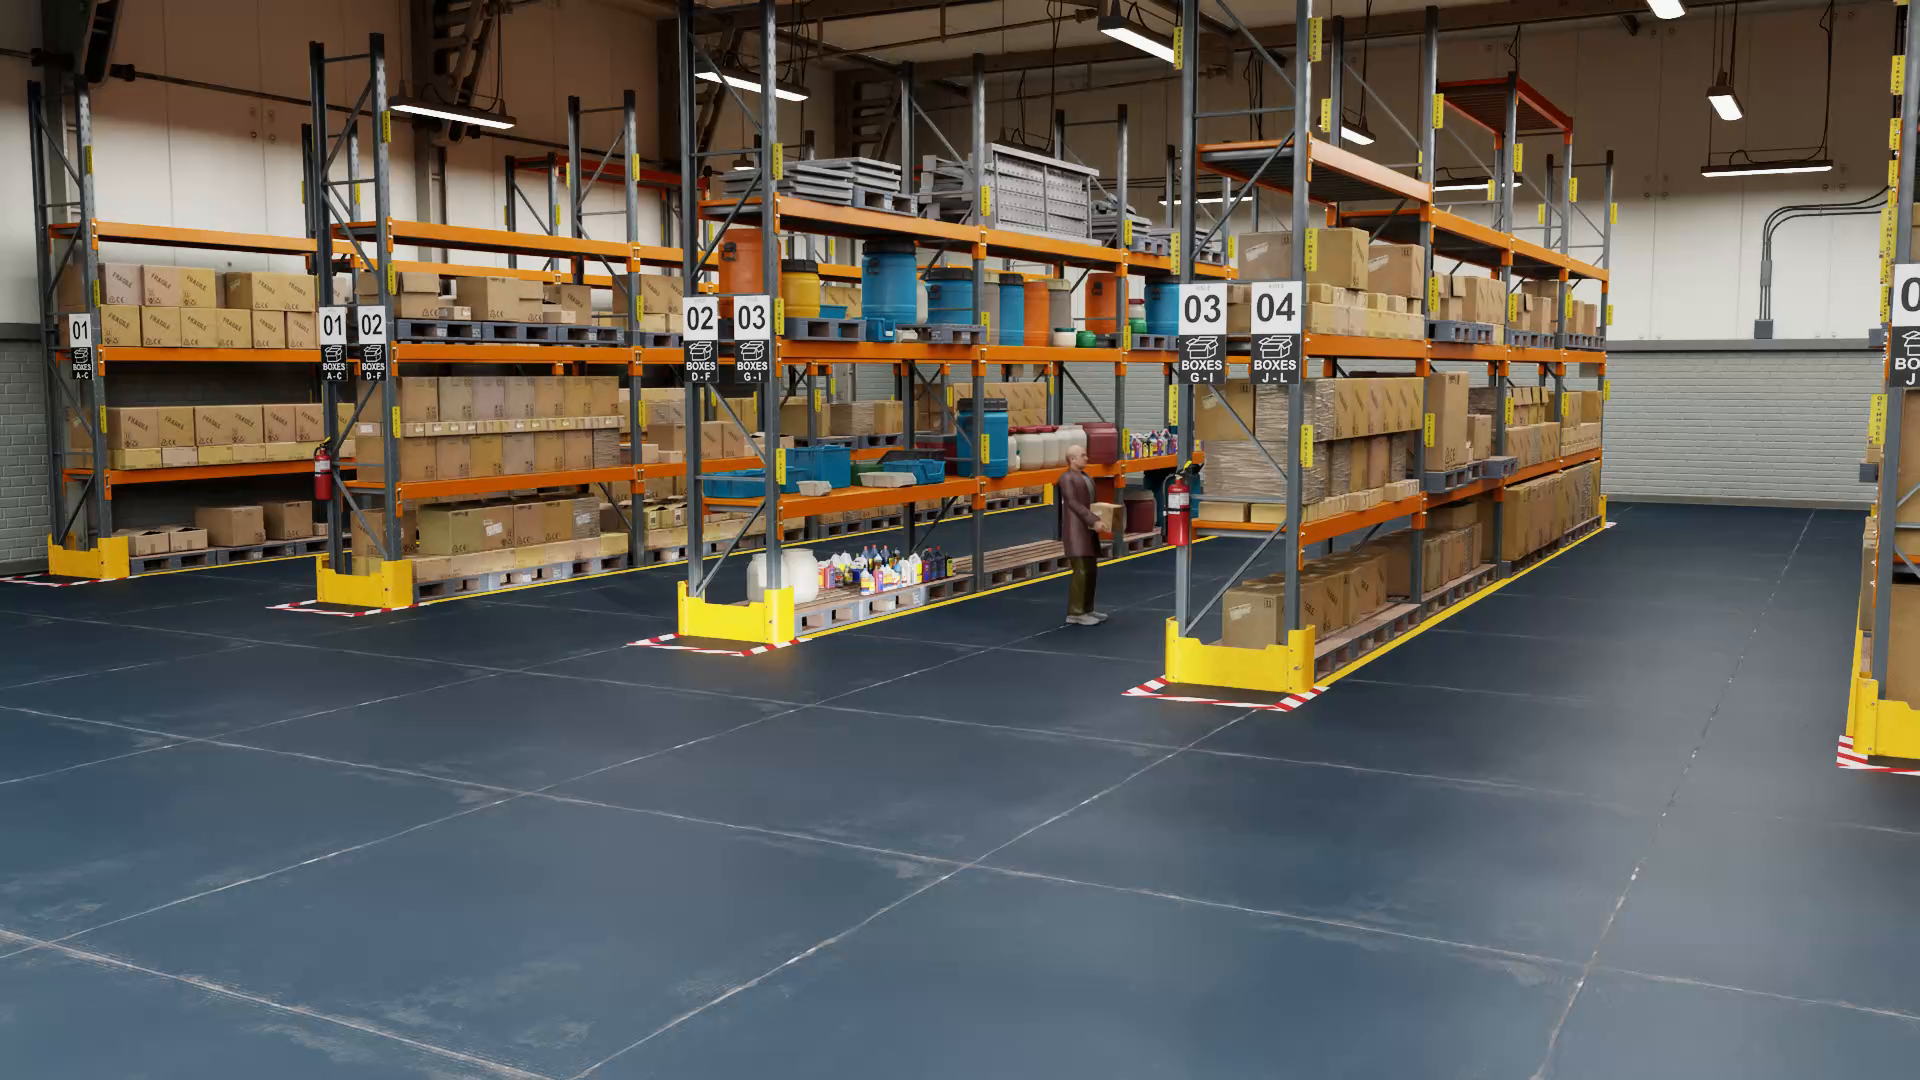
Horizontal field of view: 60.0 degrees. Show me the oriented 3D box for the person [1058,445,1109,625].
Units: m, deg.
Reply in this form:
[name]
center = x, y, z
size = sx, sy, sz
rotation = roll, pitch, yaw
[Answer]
[person]
center = 1.293, -0.054, 16.609
size = 0.553, 1.771, 0.527
rotation = 3, 7, 29
